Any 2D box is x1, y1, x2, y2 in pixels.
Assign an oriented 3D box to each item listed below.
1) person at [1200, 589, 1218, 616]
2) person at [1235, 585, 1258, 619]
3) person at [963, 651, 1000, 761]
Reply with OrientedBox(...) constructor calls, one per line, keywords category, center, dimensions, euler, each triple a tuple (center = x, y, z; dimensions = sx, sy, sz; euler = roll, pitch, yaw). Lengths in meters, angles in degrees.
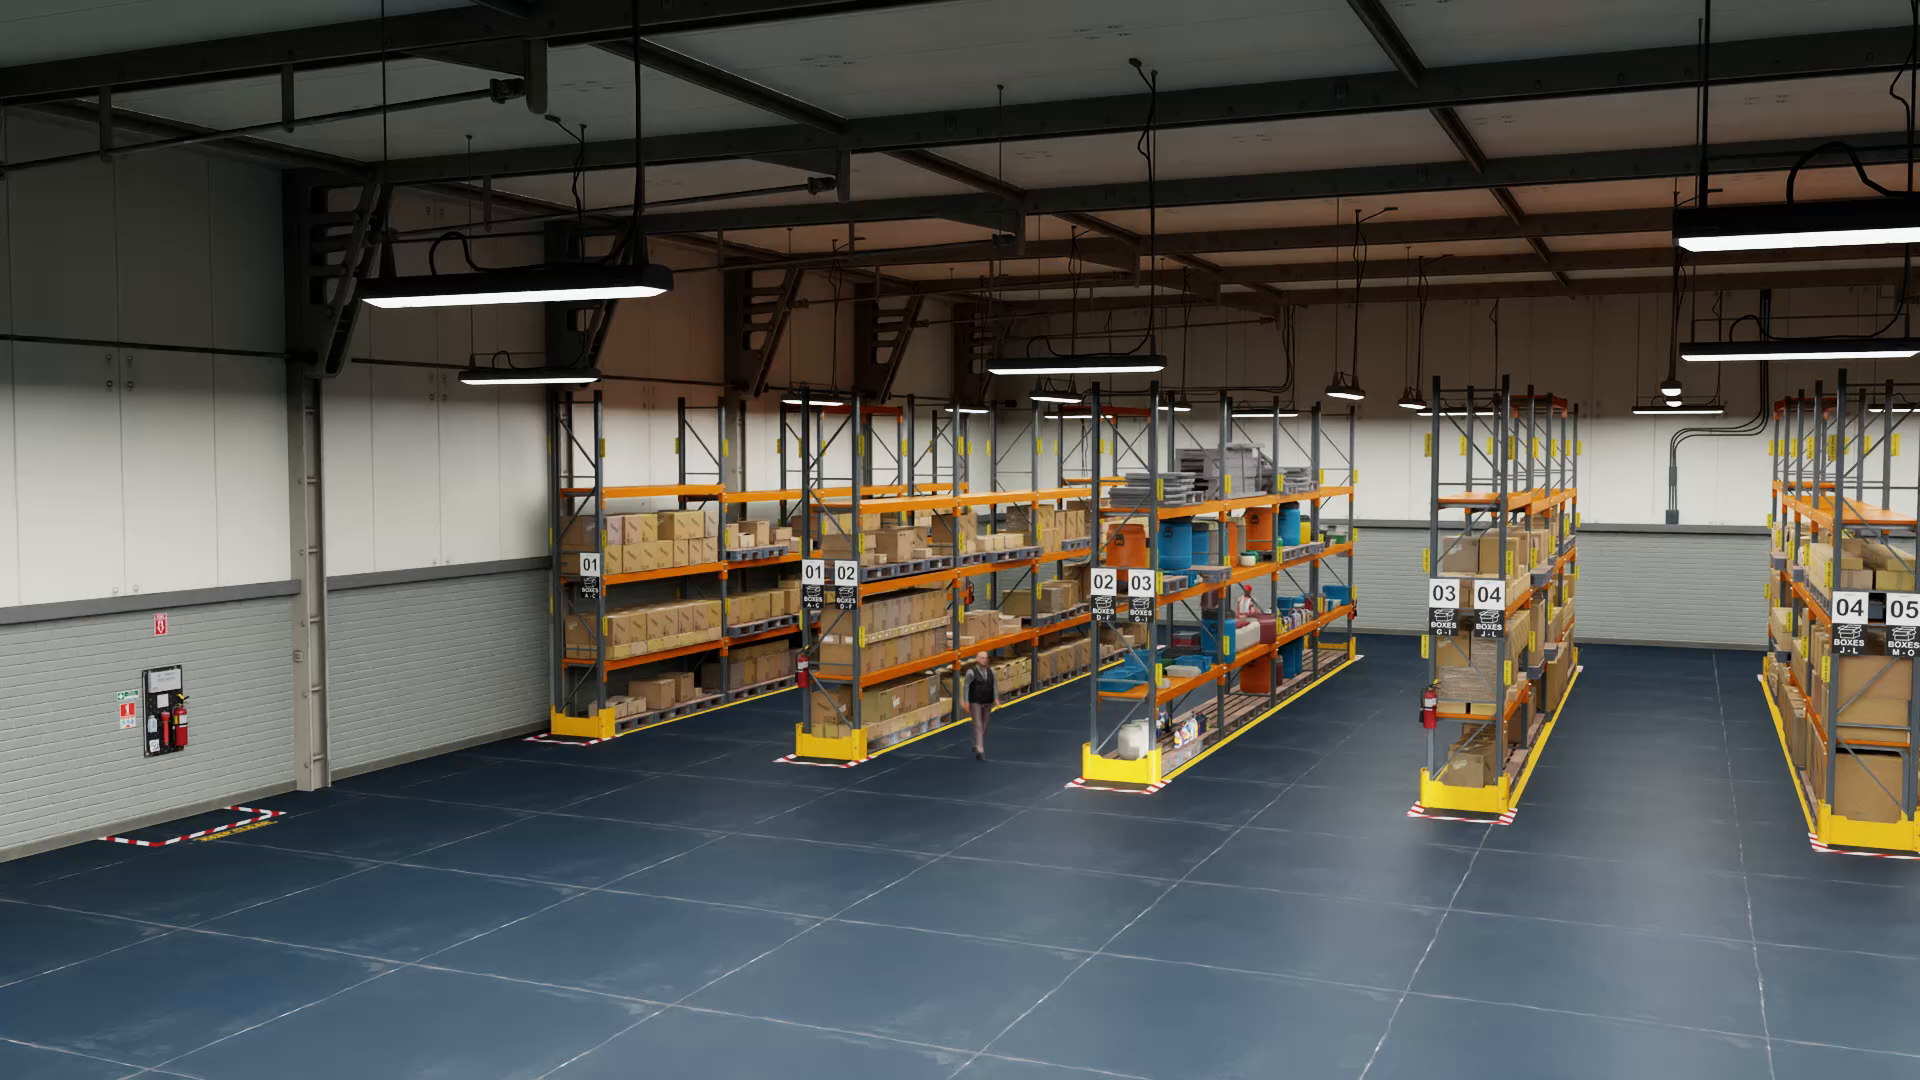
OrientedBox(category="person", center=(6.475, 1.736, 43.017), dimensions=(0.616, 1.717, 1.115), euler=(1, 3, 19))
OrientedBox(category="person", center=(6.743, 1.925, 39.504), dimensions=(0.589, 1.718, 1.049), euler=(3, 4, 42))
OrientedBox(category="person", center=(0.362, 2.651, 26.837), dimensions=(0.588, 1.695, 0.819), euler=(-2, 4, -33))
